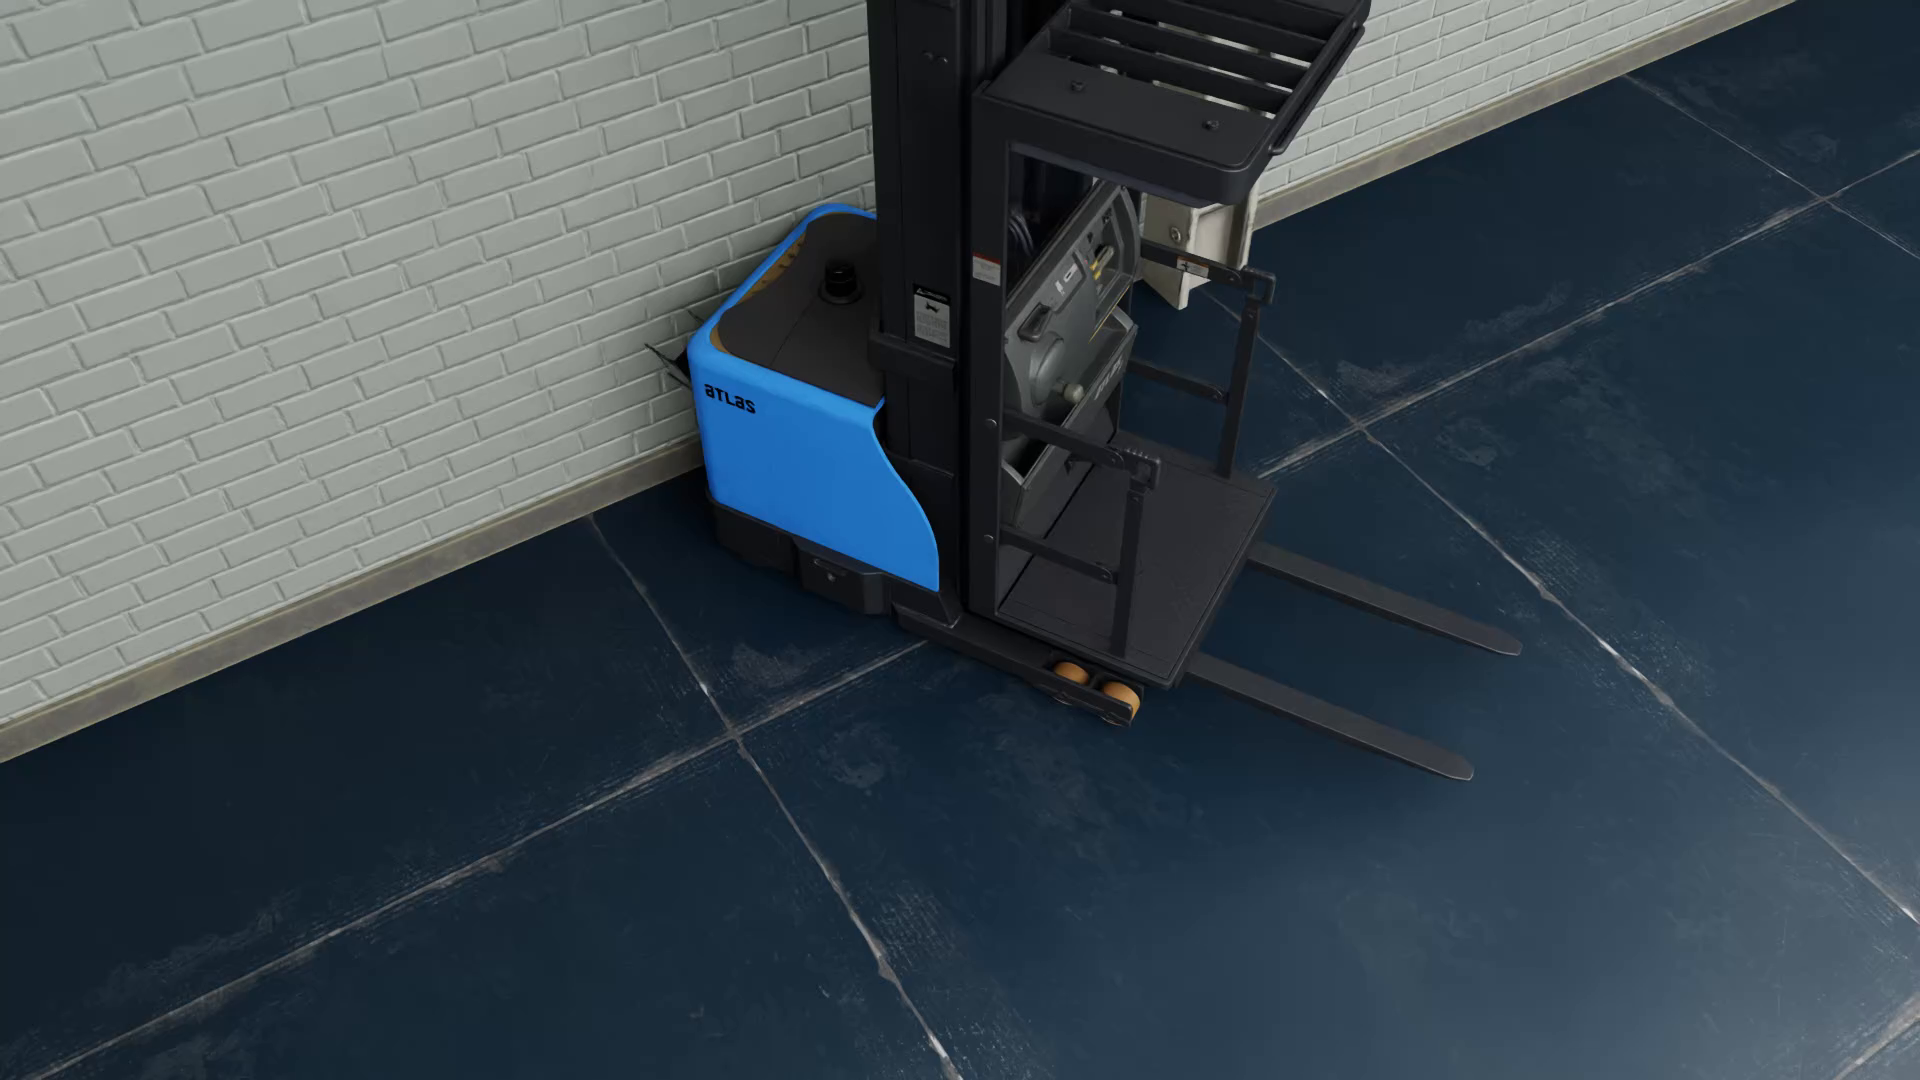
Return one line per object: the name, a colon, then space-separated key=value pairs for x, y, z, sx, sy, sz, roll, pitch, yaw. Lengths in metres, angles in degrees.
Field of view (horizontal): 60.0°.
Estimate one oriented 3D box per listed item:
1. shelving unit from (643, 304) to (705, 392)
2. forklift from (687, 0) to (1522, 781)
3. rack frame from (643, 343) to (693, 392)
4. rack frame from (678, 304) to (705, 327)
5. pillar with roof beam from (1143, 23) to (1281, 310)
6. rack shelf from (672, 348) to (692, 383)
shelving unit: x=-0.855 y=-0.601 z=6.657 sx=0.210 sy=0.900 sz=0.258 roll=-47 pitch=50 yaw=7
forklift: x=0.557 y=-0.755 z=5.405 sx=3.031 sy=2.935 sz=1.130 roll=22 pitch=52 yaw=18
rack frame: x=-0.924 y=-0.528 z=6.669 sx=0.006 sy=0.900 sz=0.240 roll=-47 pitch=50 yaw=7
rack frame: x=-0.786 y=-0.675 z=6.645 sx=0.006 sy=0.900 sz=0.240 roll=-47 pitch=50 yaw=7
pillar with roof beam: x=3.383 y=-1.504 z=2.009 sx=0.400 sy=9.000 sz=9.100 roll=-25 pitch=53 yaw=-21
rack shelf: x=-0.980 y=-0.689 z=6.476 sx=0.200 sy=0.077 sz=0.258 roll=-47 pitch=50 yaw=7
